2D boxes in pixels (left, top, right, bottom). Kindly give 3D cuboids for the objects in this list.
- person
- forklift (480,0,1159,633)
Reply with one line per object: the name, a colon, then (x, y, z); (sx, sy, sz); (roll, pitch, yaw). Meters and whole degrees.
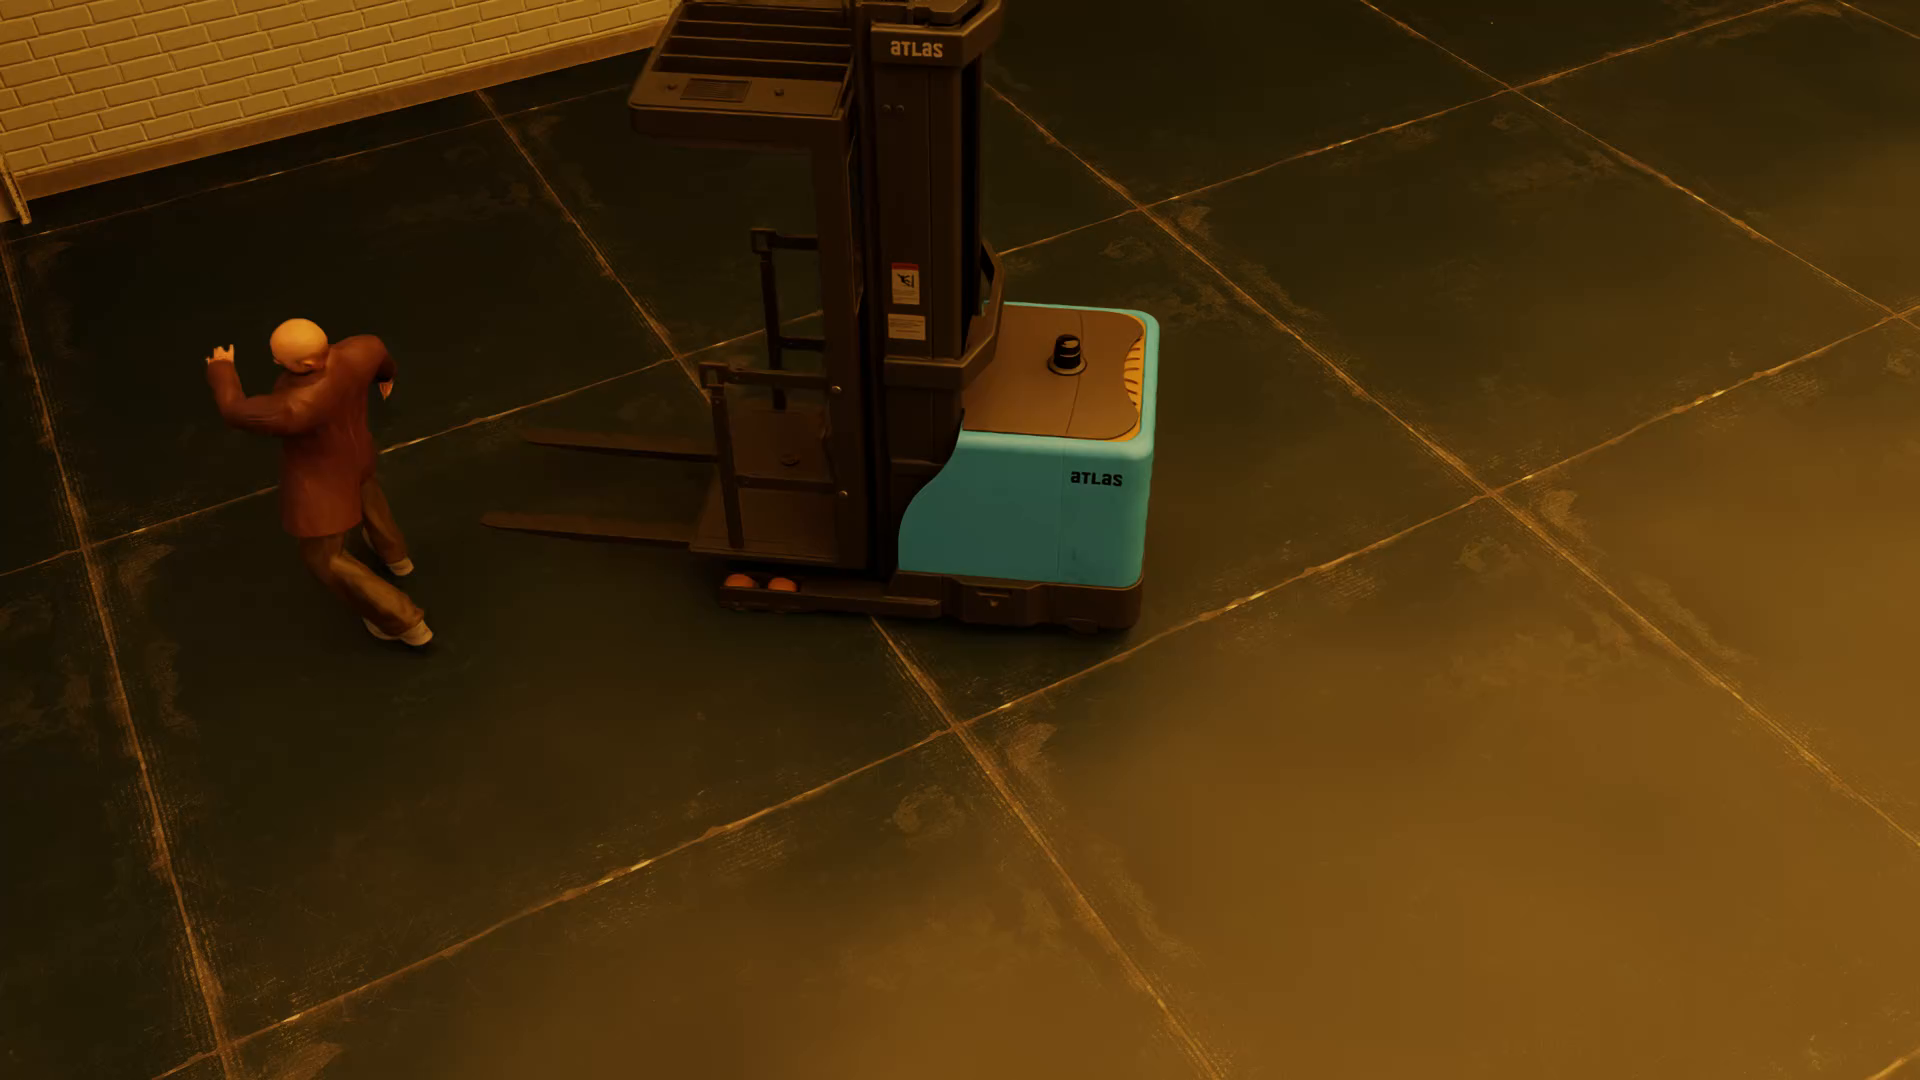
person: (-2.666, -0.425, 7.102); (0.936, 1.623, 0.863); (11, 44, 11)
forklift: (-0.659, -1.096, 6.879); (3.031, 2.935, 1.130); (5, 43, 5)
